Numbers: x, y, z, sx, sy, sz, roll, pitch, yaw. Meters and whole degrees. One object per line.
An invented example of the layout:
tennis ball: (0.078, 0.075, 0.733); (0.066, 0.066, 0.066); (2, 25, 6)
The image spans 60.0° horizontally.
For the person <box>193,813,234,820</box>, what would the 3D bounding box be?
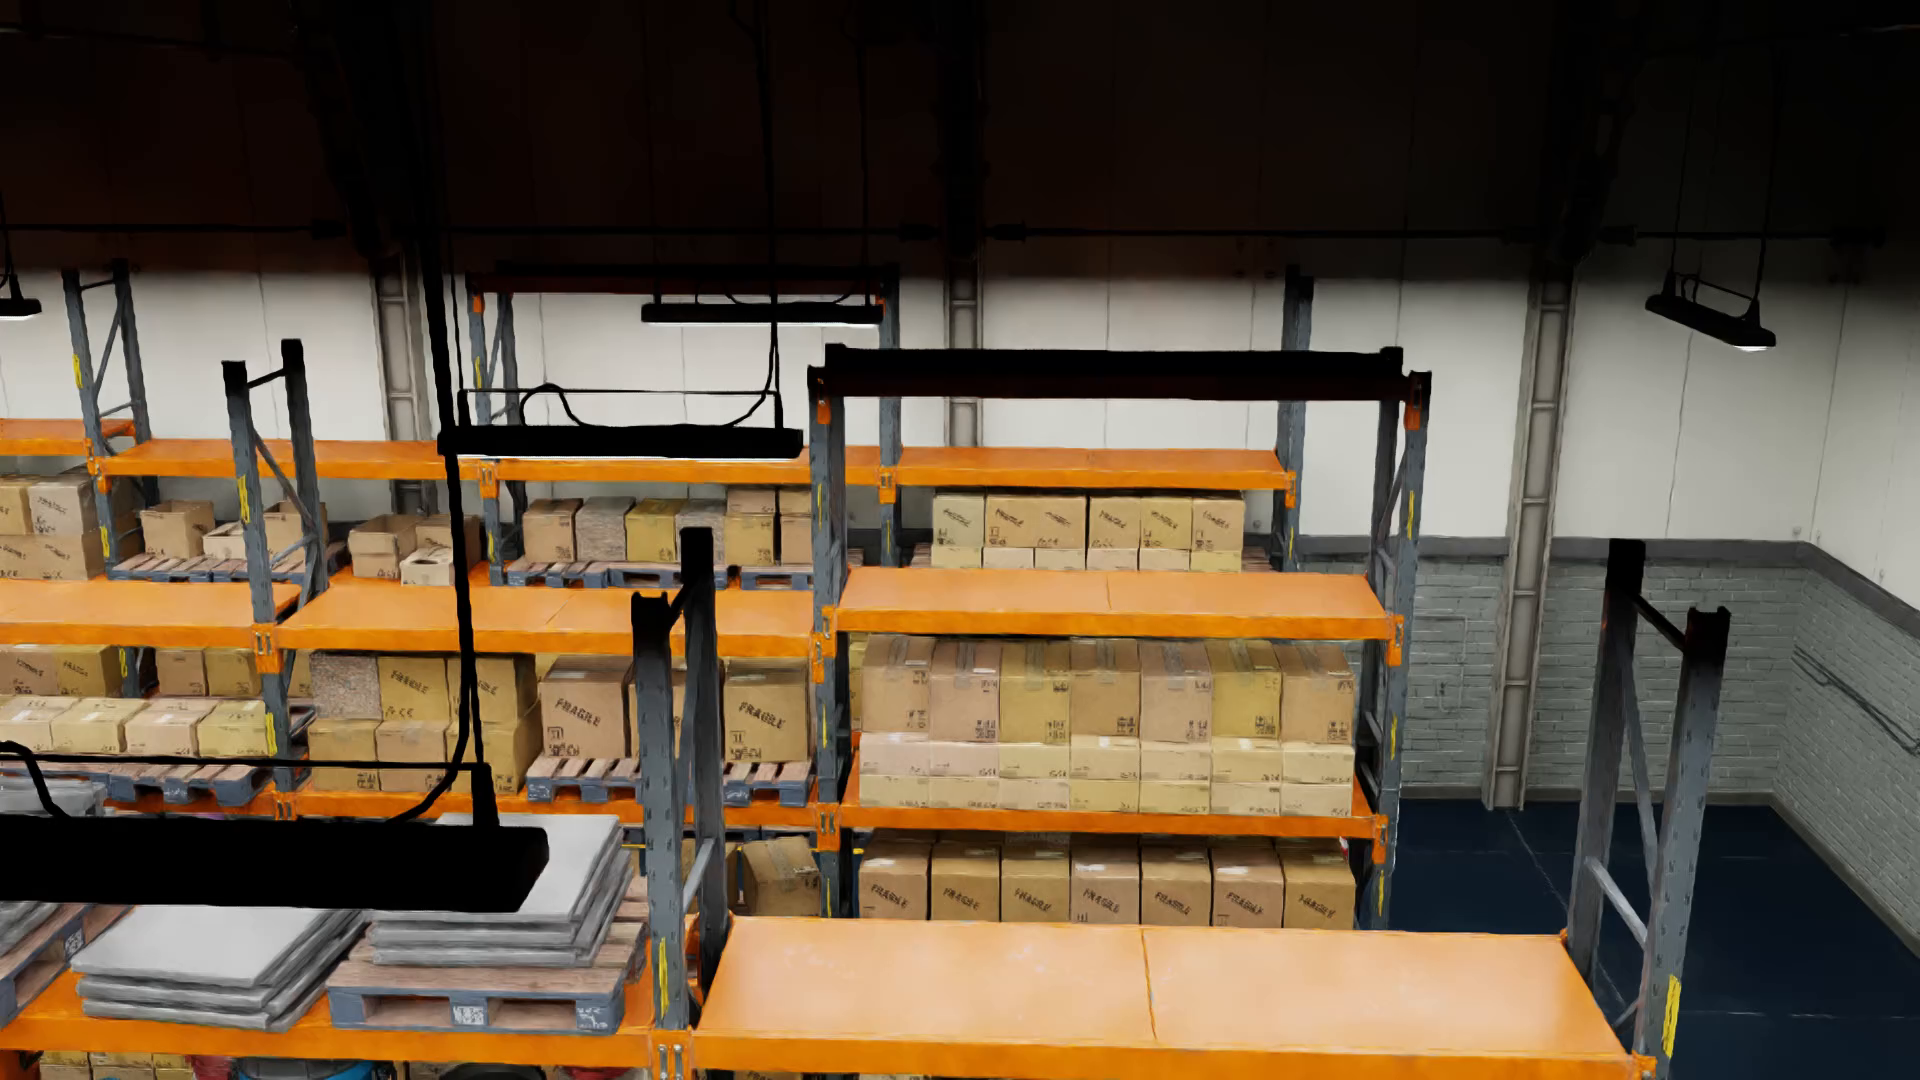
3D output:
person: (-6.896, 3.004, 15.526); (0.519, 1.541, 0.566); (0, 16, 0)
